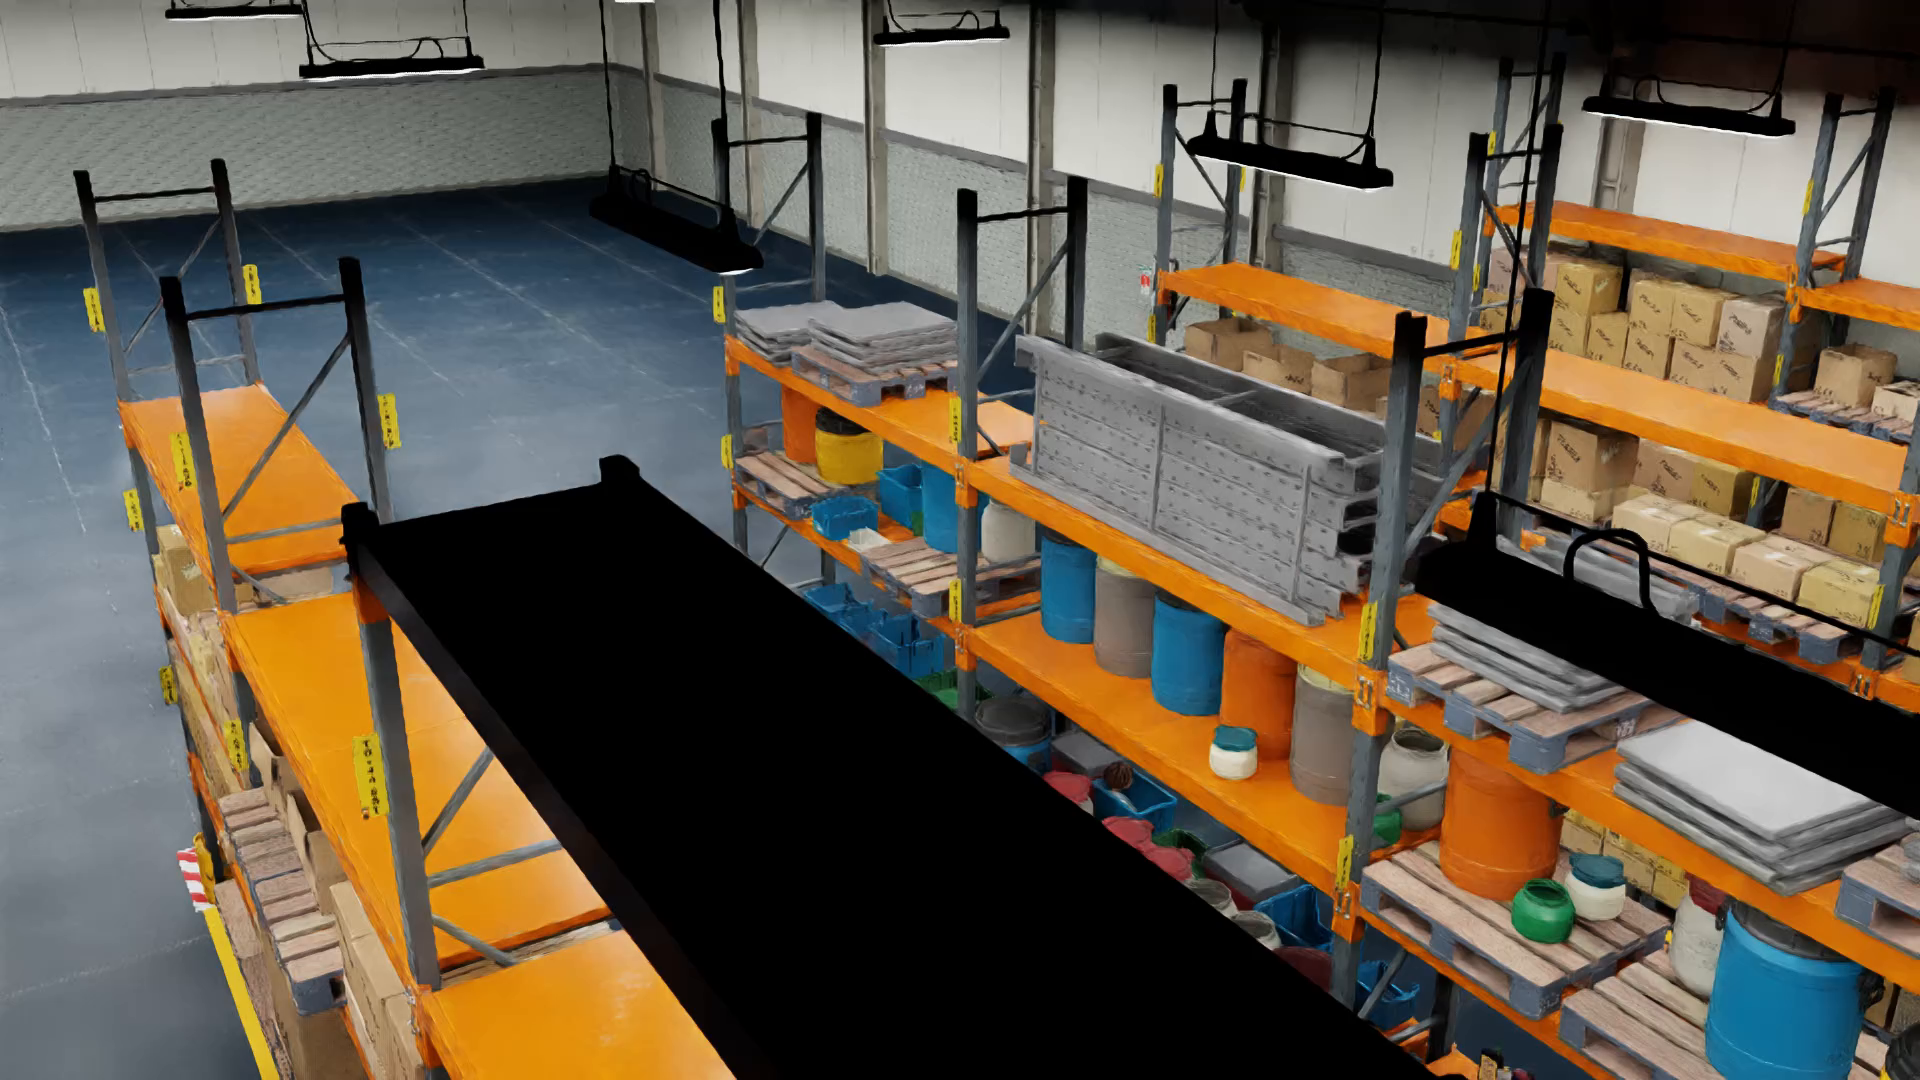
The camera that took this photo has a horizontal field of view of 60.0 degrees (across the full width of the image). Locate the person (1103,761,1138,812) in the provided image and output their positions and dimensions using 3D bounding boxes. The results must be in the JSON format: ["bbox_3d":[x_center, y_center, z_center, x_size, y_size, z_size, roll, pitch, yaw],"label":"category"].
[{"bbox_3d":[1.182,2.395,12.690,0.524,1.588,0.604,-9,23,-20],"label":"person"}]
